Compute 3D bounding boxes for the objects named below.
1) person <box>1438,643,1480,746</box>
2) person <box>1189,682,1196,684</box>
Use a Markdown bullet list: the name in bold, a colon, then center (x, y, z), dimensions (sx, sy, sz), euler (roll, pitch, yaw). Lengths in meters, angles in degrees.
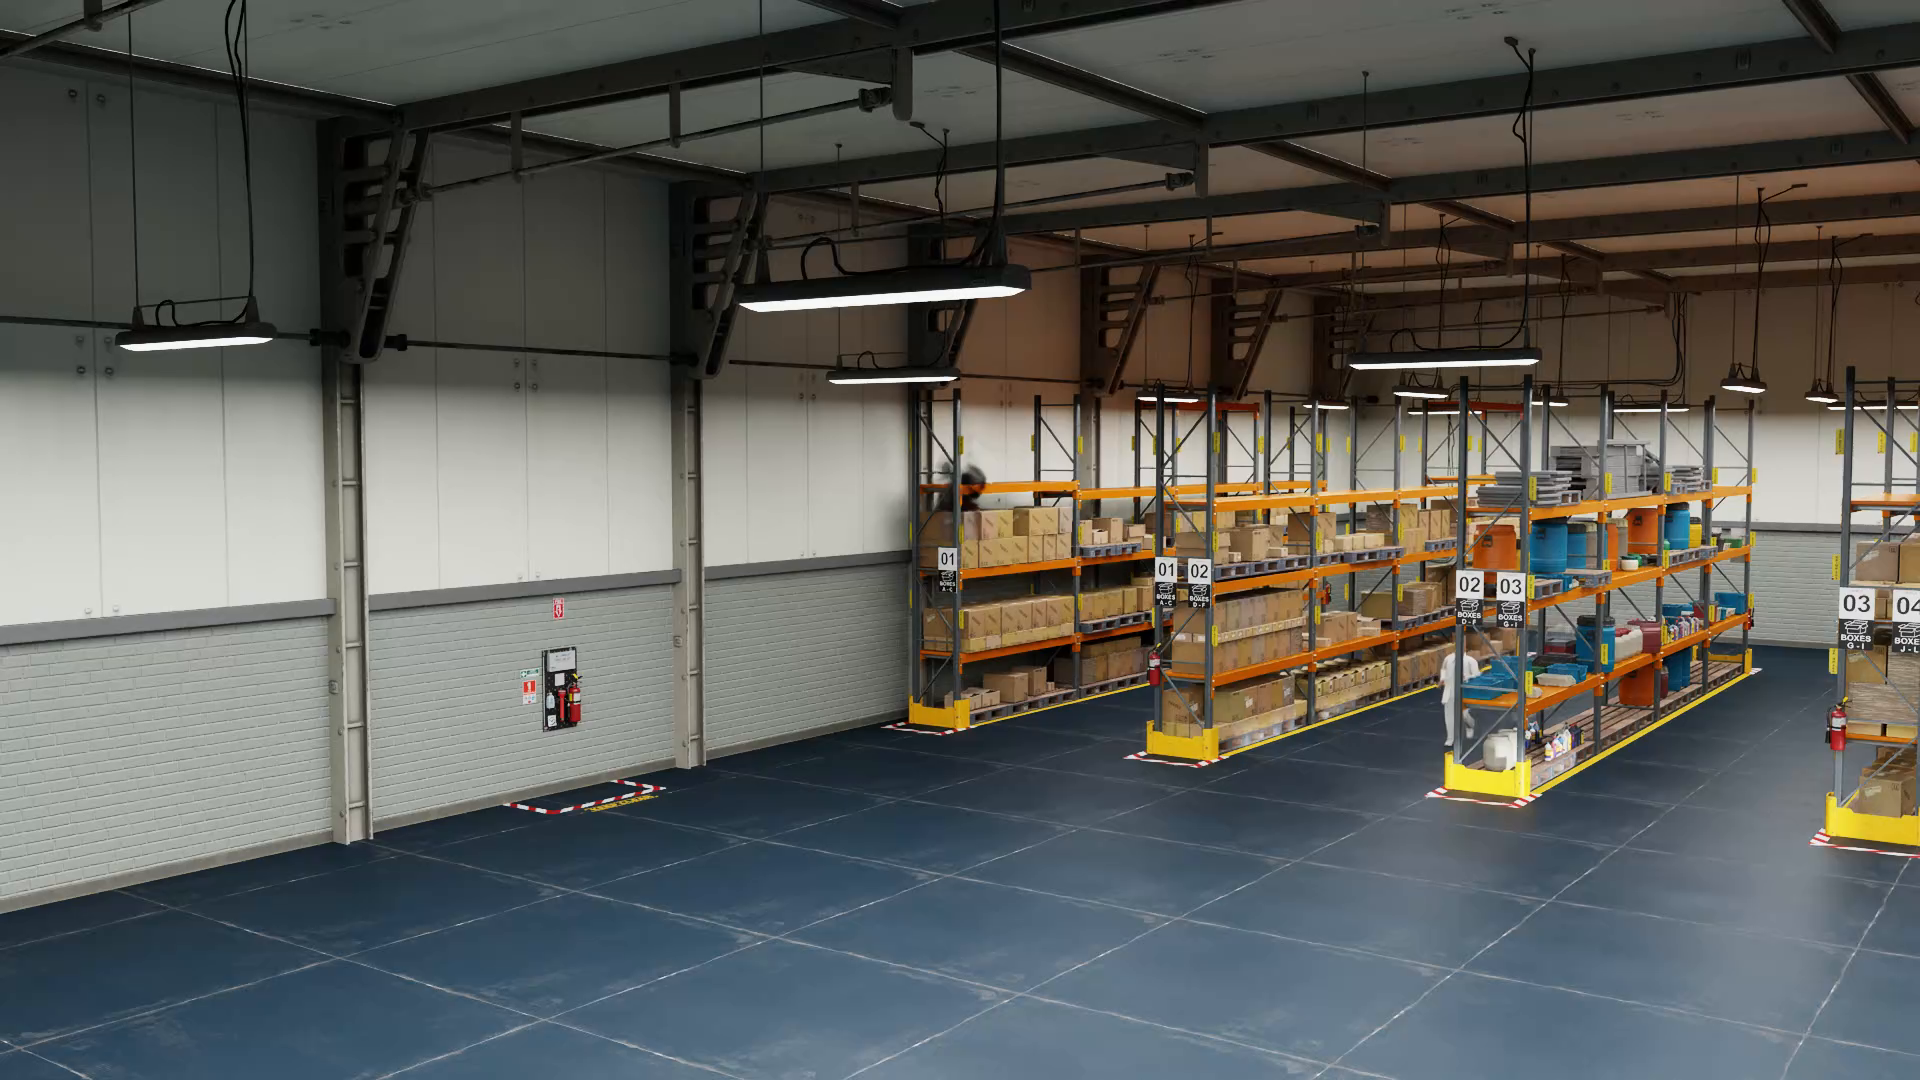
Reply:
- **person**: center (8.323, 2.544, 27.787), dimensions (0.720, 1.746, 0.912), euler (3, 4, 38)
- **person**: center (4.426, 2.391, 31.195), dimensions (0.544, 1.705, 0.691), euler (2, 4, 30)
